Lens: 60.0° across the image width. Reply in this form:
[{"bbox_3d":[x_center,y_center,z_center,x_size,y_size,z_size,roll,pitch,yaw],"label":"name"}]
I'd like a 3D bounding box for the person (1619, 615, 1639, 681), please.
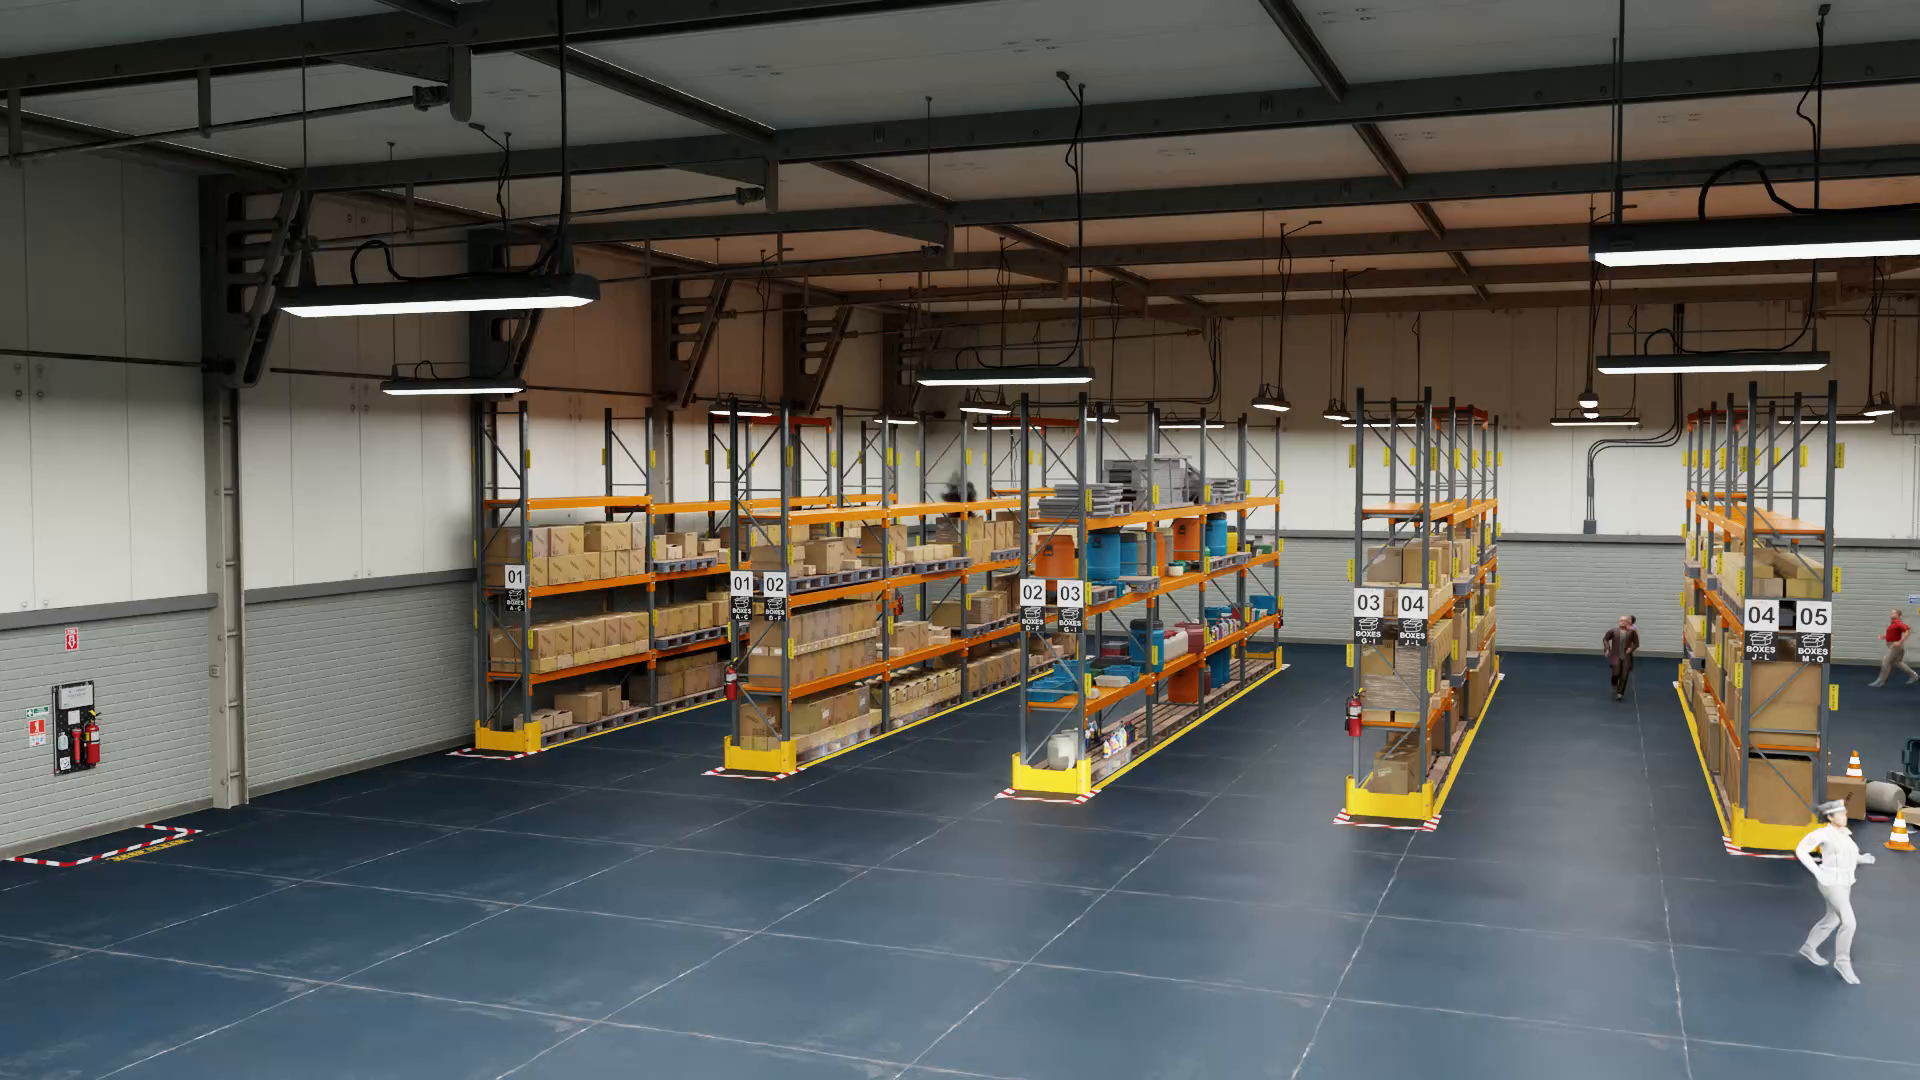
[{"bbox_3d":[14.944,2.422,37.294,0.585,1.523,0.582,2,4,38],"label":"person"}]

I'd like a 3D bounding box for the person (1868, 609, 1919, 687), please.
[{"bbox_3d":[20.413,2.372,36.291,0.991,1.735,0.699,1,3,27],"label":"person"}]

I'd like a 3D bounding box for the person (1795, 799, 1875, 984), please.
[{"bbox_3d":[8.466,3.370,16.096,0.593,1.753,0.709,-2,3,-34],"label":"person"}]

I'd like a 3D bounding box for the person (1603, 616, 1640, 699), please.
[{"bbox_3d":[13.765,2.452,34.601,0.703,1.734,0.631,1,3,18],"label":"person"}]
